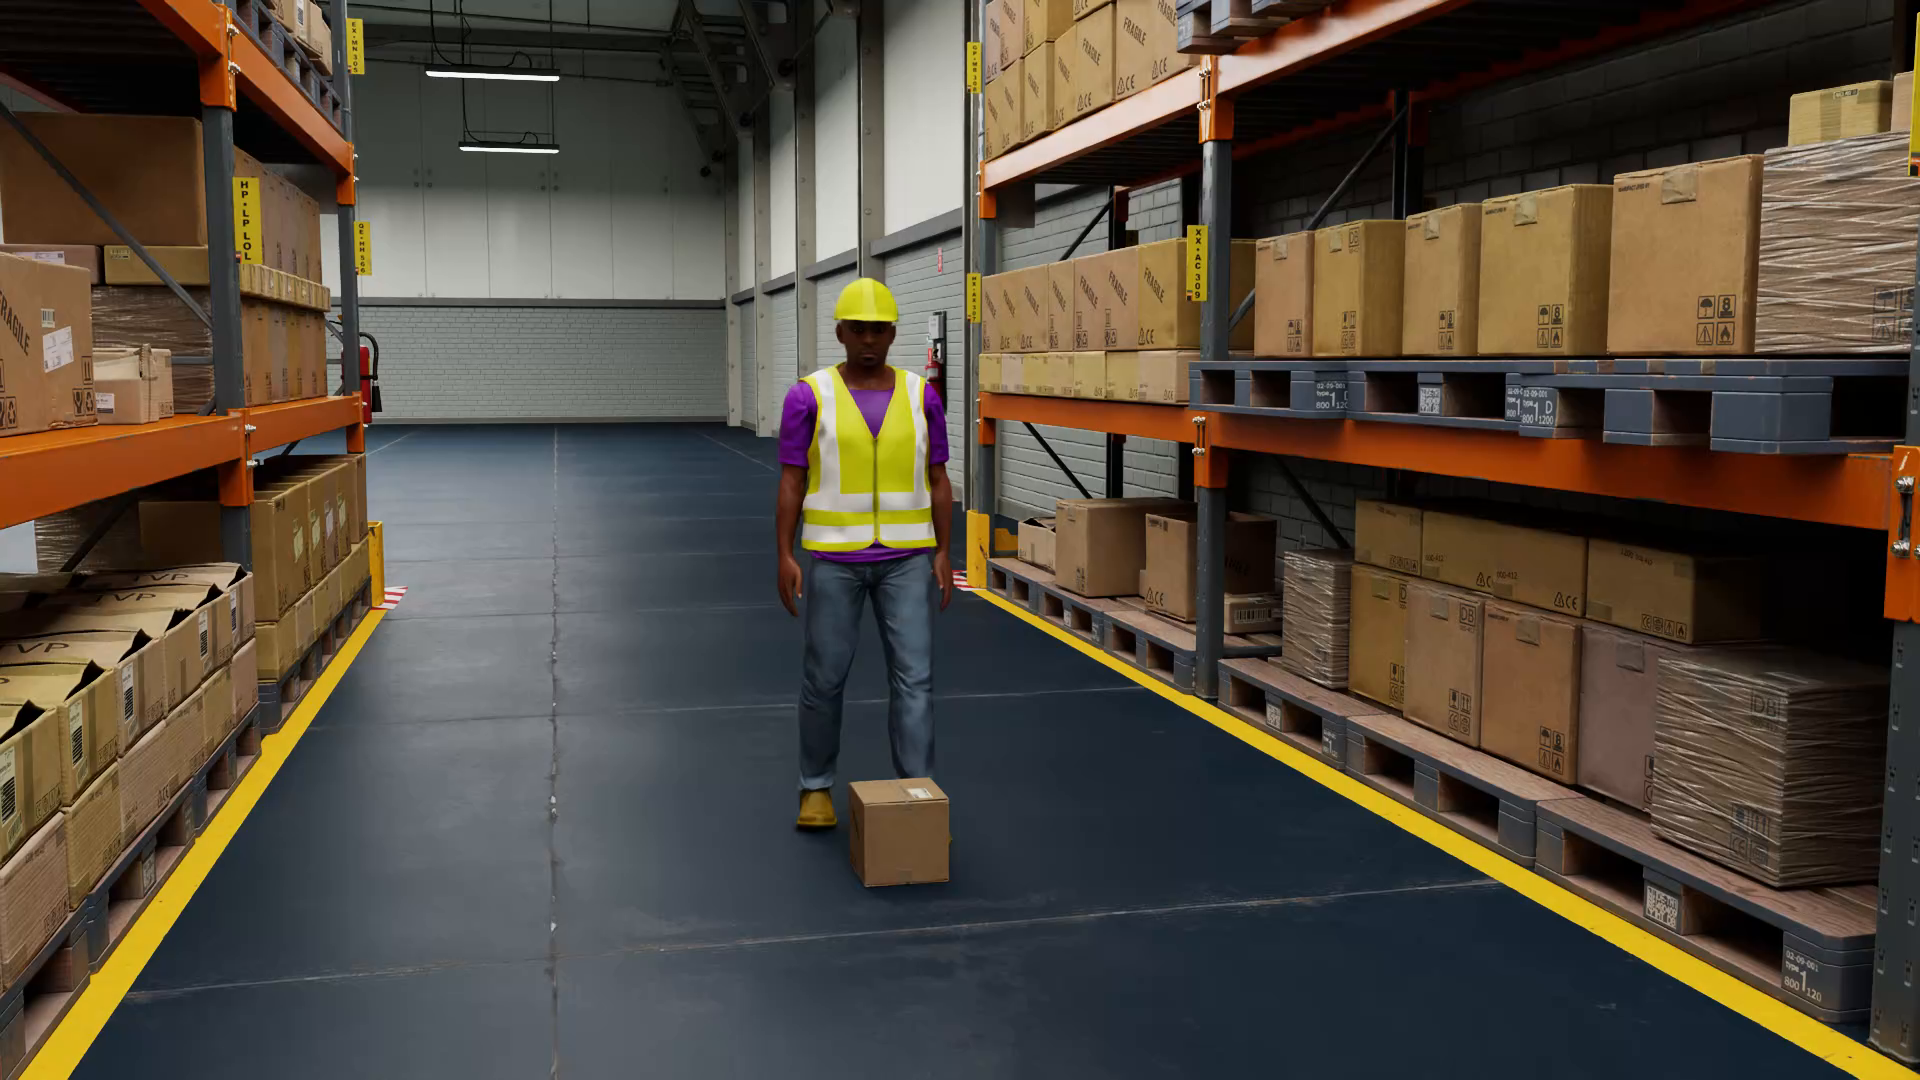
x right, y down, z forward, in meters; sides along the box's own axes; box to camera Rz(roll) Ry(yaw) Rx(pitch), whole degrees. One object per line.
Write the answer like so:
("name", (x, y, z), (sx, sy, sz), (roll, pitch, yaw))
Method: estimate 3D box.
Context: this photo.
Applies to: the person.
("person", (-0.282, 0.059, 5.266), (0.576, 1.768, 0.620), (-1, 6, -13))
